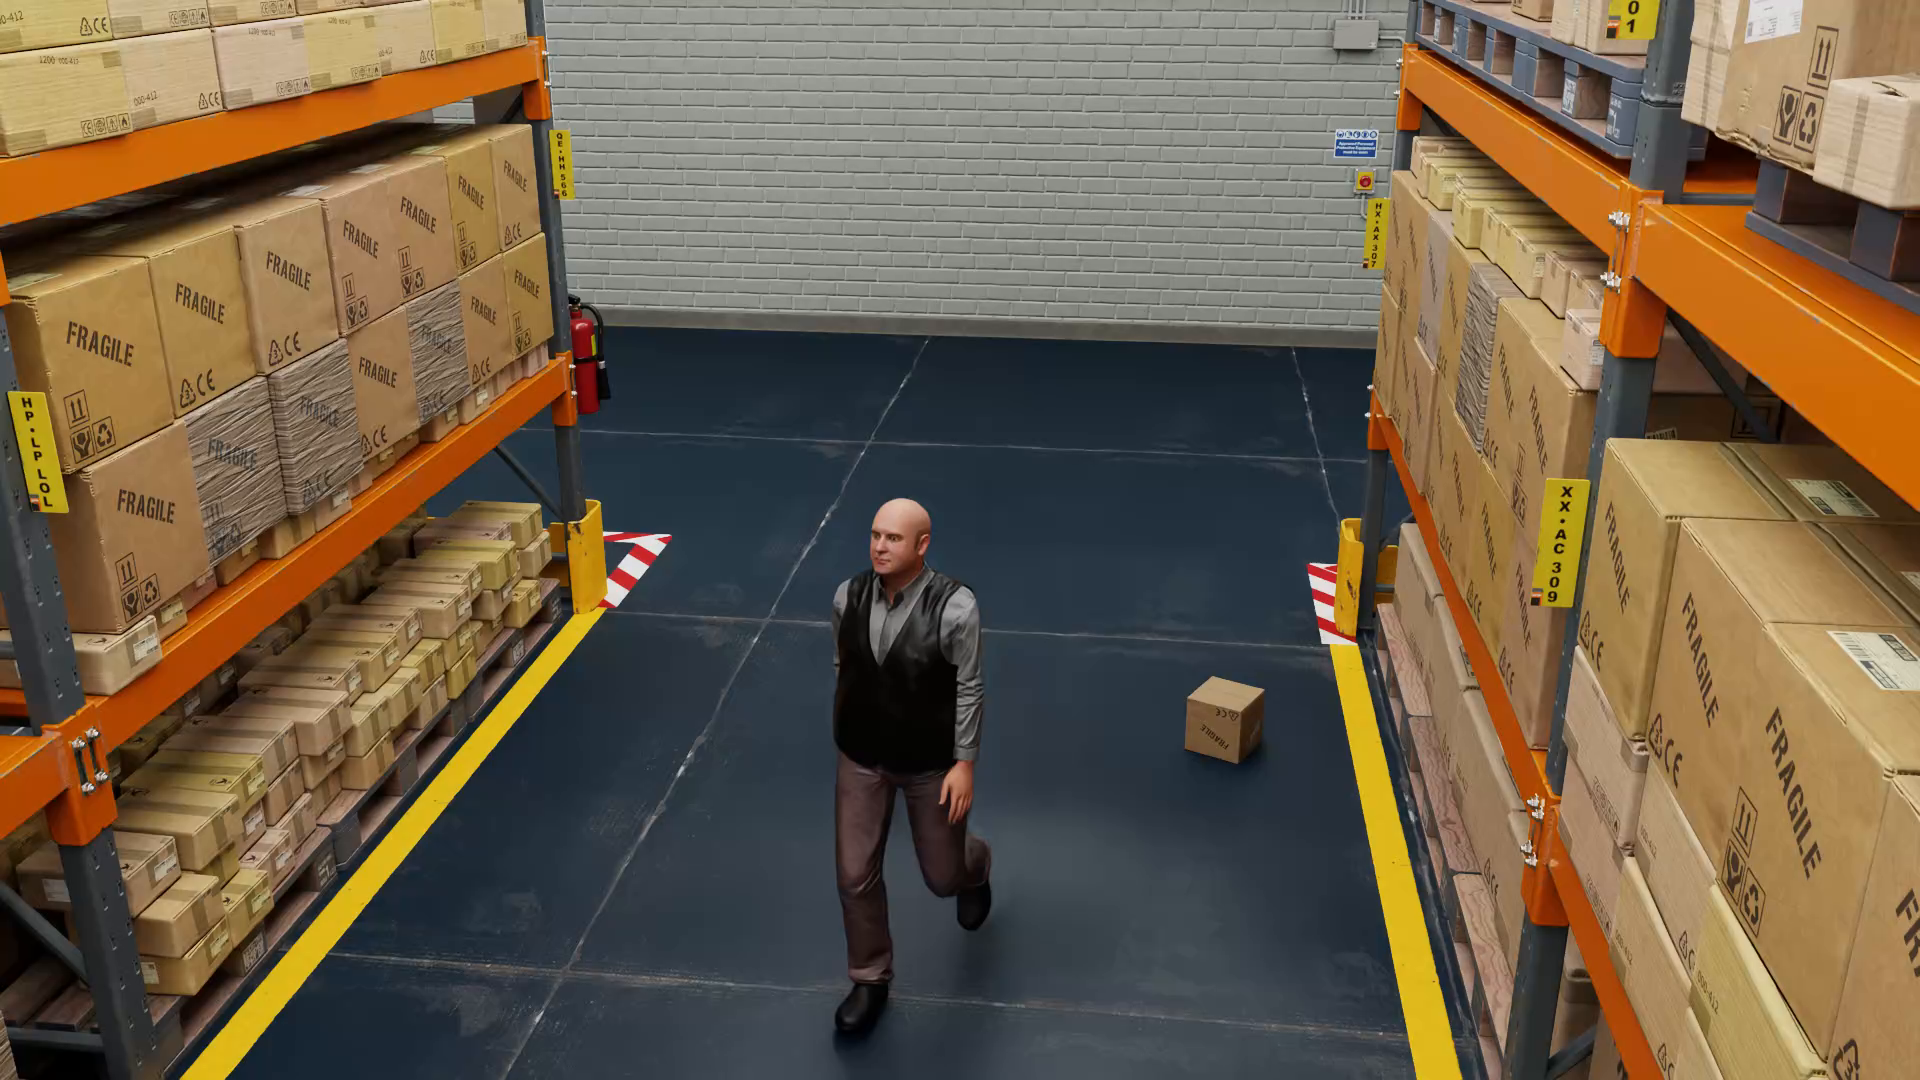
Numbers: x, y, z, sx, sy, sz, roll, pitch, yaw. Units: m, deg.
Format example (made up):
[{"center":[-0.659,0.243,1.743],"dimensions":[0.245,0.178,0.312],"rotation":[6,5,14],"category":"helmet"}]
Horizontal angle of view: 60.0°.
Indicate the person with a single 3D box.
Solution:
[{"center":[-0.167,0.671,5.338],"dimensions":[0.530,1.692,0.839],"rotation":[7,22,18],"category":"person"}]
